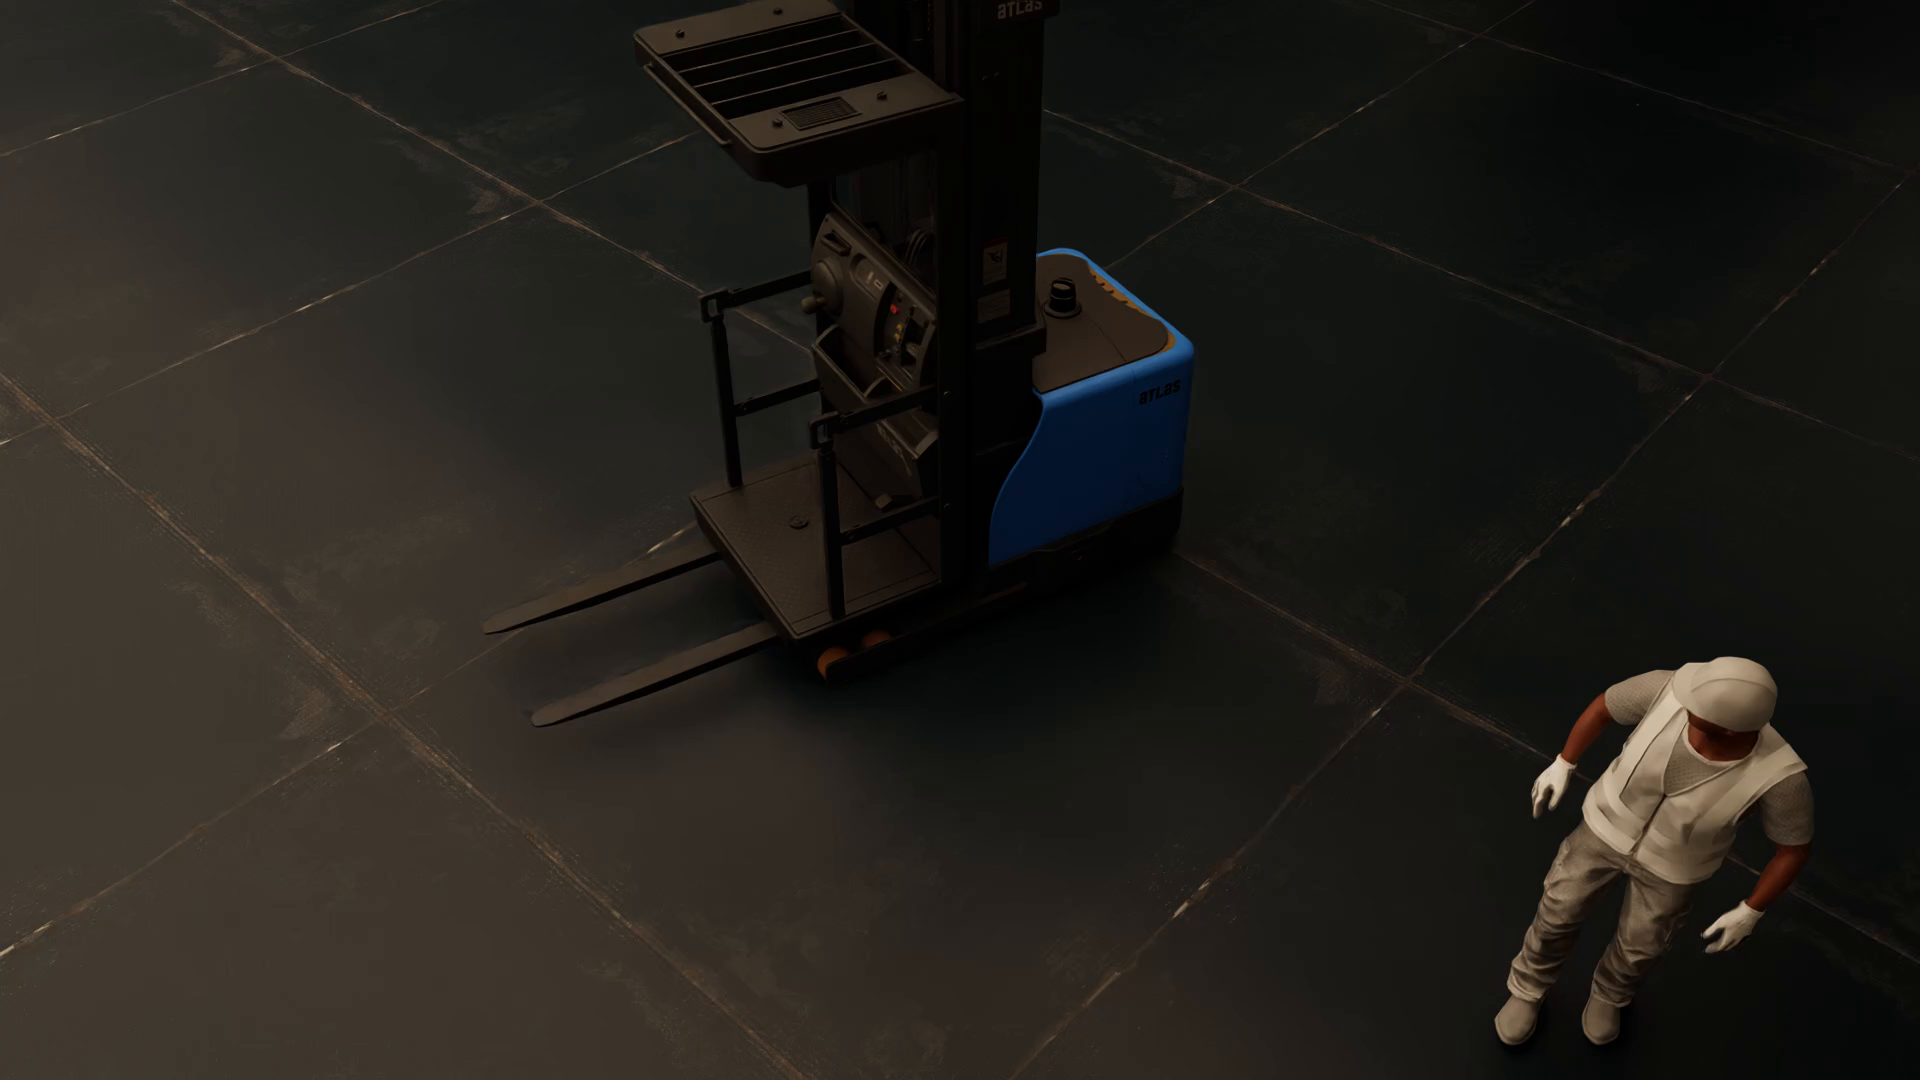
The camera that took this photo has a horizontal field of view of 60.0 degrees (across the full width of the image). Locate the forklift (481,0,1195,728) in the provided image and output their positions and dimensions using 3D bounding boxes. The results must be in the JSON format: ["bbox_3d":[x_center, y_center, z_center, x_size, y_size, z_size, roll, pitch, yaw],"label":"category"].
[{"bbox_3d":[-0.524,-0.901,6.478,3.031,2.935,1.130,-21,45,-23],"label":"forklift"}]

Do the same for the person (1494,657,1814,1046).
[{"bbox_3d":[2.127,0.995,5.169,0.785,1.760,0.521,28,48,29],"label":"person"}]
